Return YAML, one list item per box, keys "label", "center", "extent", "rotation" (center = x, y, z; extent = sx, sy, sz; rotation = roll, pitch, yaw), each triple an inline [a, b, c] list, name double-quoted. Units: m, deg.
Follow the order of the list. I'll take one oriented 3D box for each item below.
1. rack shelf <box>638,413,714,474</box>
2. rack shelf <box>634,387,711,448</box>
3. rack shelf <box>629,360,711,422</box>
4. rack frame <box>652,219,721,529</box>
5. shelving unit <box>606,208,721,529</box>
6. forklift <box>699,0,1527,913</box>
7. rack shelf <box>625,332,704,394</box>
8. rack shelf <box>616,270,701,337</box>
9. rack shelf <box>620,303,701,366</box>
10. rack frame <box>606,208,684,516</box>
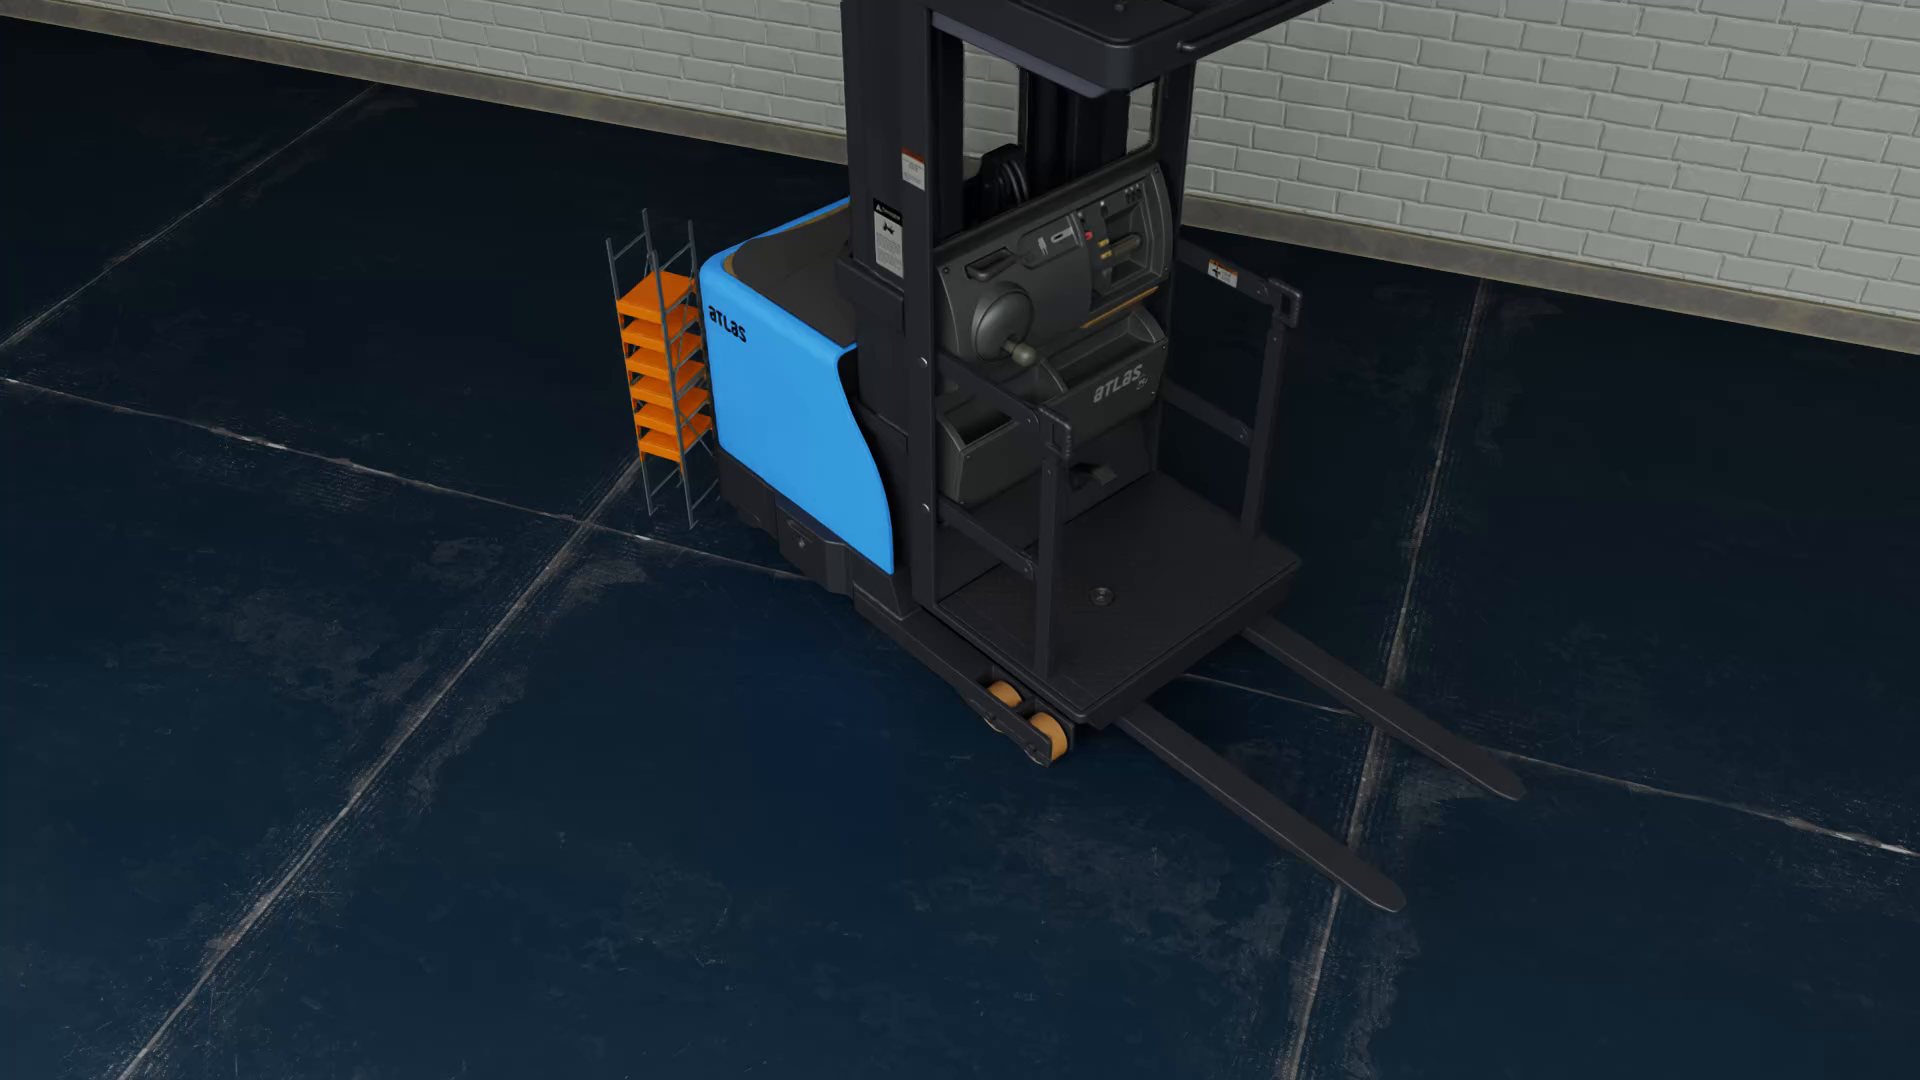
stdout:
- label: "rack shelf"
  center: [-1.052, -0.378, 6.207]
  extent: [0.180, 0.103, 0.258]
  rotation: [17, 43, 19]
- label: "rack shelf"
  center: [-1.052, -0.469, 6.129]
  extent: [0.180, 0.103, 0.258]
  rotation: [17, 43, 19]
- label: "rack shelf"
  center: [-1.052, -0.561, 6.051]
  extent: [0.180, 0.103, 0.258]
  rotation: [17, 43, 19]
- label: "rack frame"
  center: [-0.969, -0.570, 5.993]
  extent: [0.006, 1.200, 0.240]
  rotation: [17, 43, 19]
- label: "shelving unit"
  center: [-1.052, -0.594, 6.022]
  extent: [0.189, 1.200, 0.258]
  rotation: [17, 43, 19]
- label: "forklift"
  center: [0.447, -0.766, 4.890]
  extent: [1.130, 2.935, 3.031]
  rotation: [-31, 49, -31]
- label: "rack shelf"
  center: [-1.052, -0.652, 5.973]
  extent: [0.180, 0.103, 0.258]
  rotation: [17, 43, 19]
- label: "rack shelf"
  center: [-1.053, -0.835, 5.817]
  extent: [0.180, 0.103, 0.258]
  rotation: [17, 43, 19]
- label: "rack shelf"
  center: [-1.053, -0.743, 5.895]
  extent: [0.180, 0.103, 0.258]
  rotation: [17, 43, 19]
- label: "rack frame"
  center: [-1.135, -0.619, 6.052]
  extent: [0.006, 1.200, 0.240]
  rotation: [17, 43, 19]
